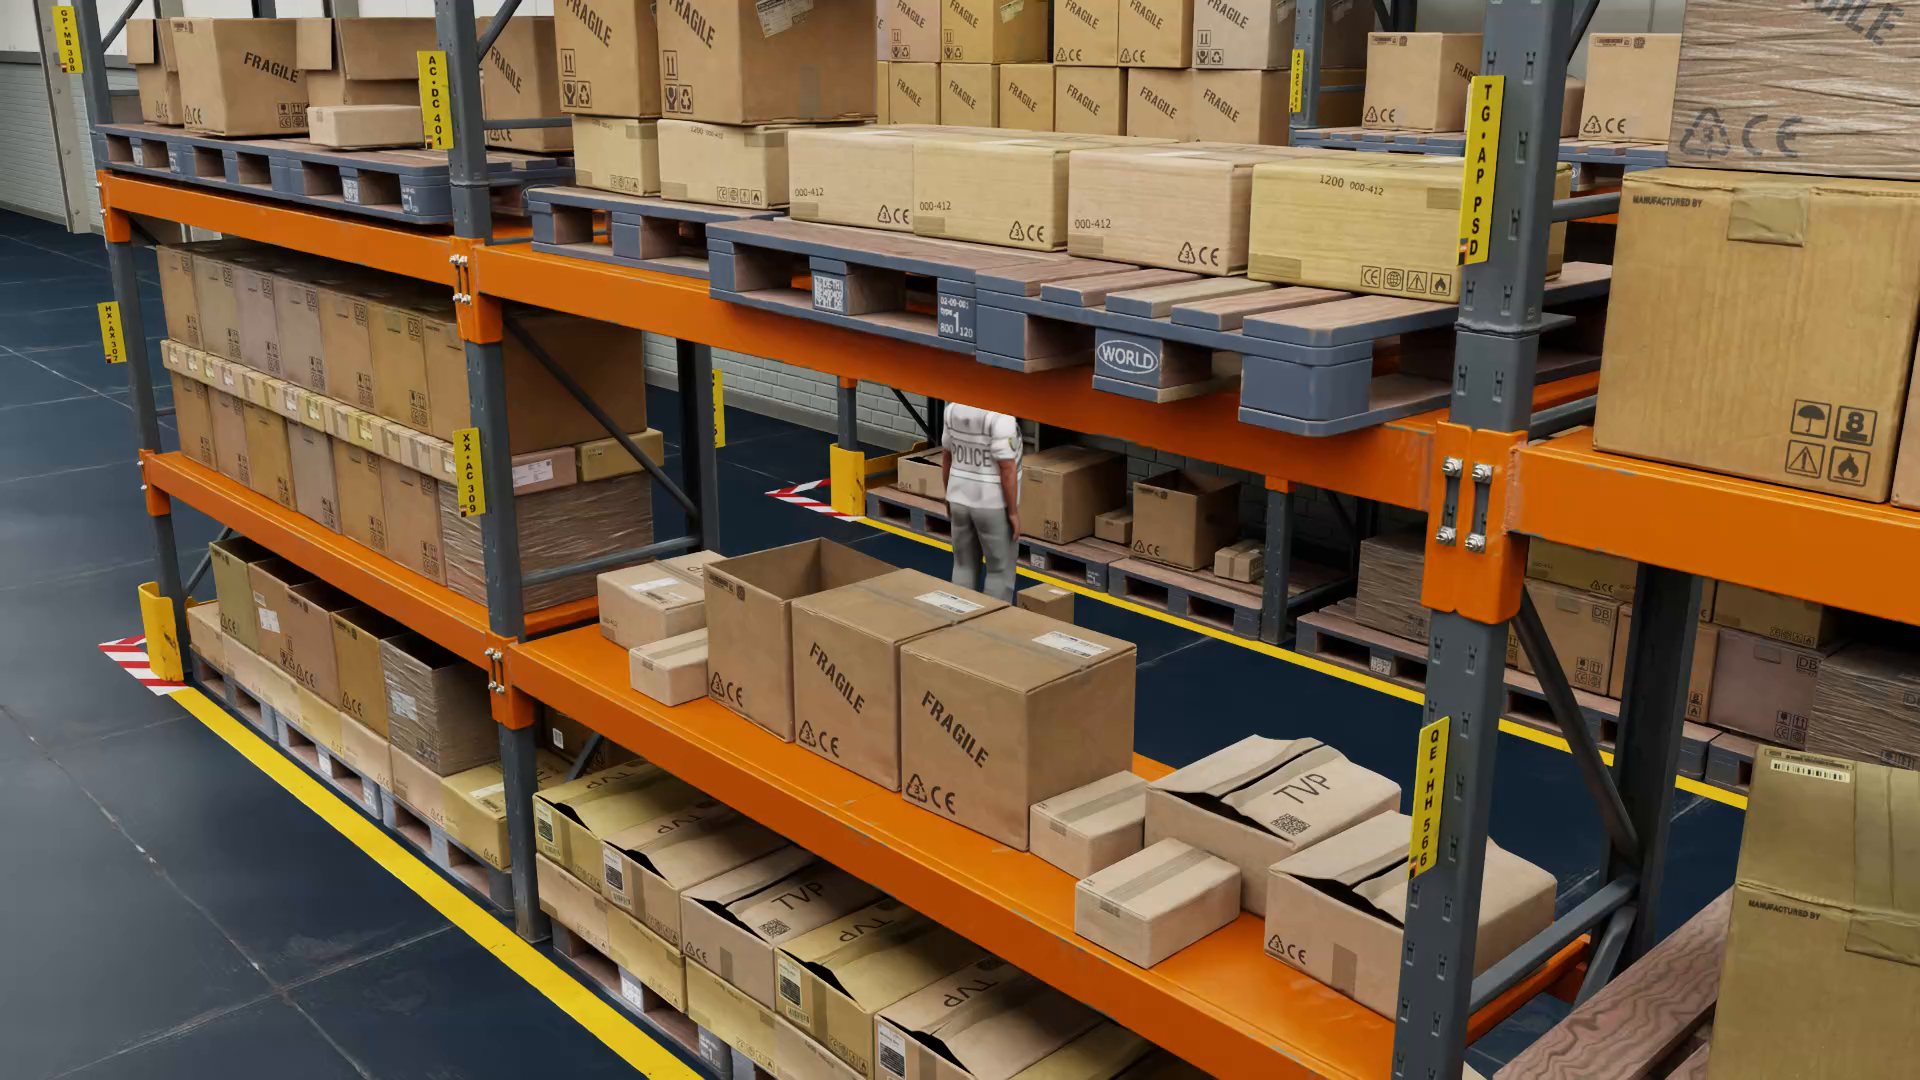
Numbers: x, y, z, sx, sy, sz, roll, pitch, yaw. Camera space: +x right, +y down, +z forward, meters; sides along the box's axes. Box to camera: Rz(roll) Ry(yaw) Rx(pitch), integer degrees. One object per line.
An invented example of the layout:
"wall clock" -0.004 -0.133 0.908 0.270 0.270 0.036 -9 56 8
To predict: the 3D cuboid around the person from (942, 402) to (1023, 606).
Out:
"person" 0.132 -0.193 9.620 0.610 1.758 0.400 13 22 37
